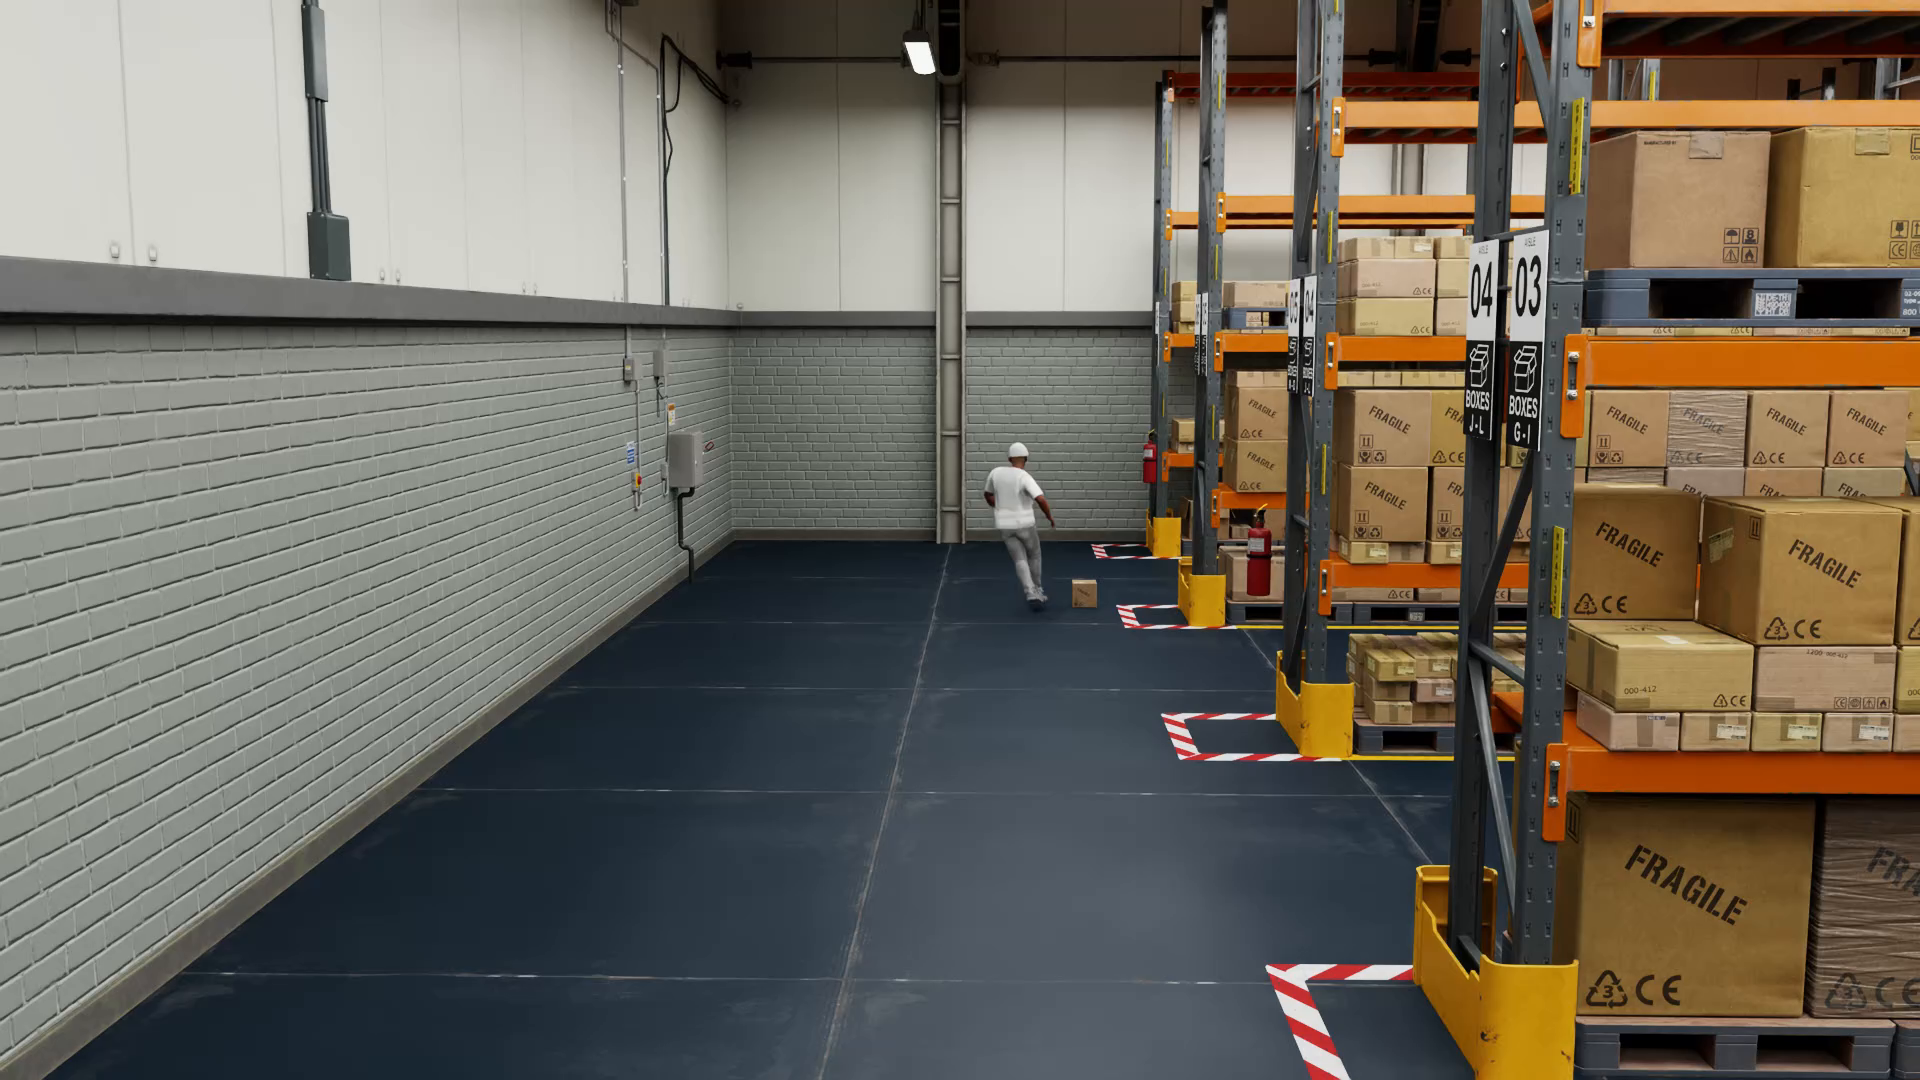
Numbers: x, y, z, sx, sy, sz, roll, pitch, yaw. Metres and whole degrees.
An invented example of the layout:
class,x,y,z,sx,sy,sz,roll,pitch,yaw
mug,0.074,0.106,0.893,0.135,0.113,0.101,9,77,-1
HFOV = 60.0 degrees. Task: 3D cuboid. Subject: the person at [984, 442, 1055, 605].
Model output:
class,x,y,z,sx,sy,sz,roll,pitch,yaw
person,0.660,-0.169,17.312,0.792,1.704,0.839,4,8,28
